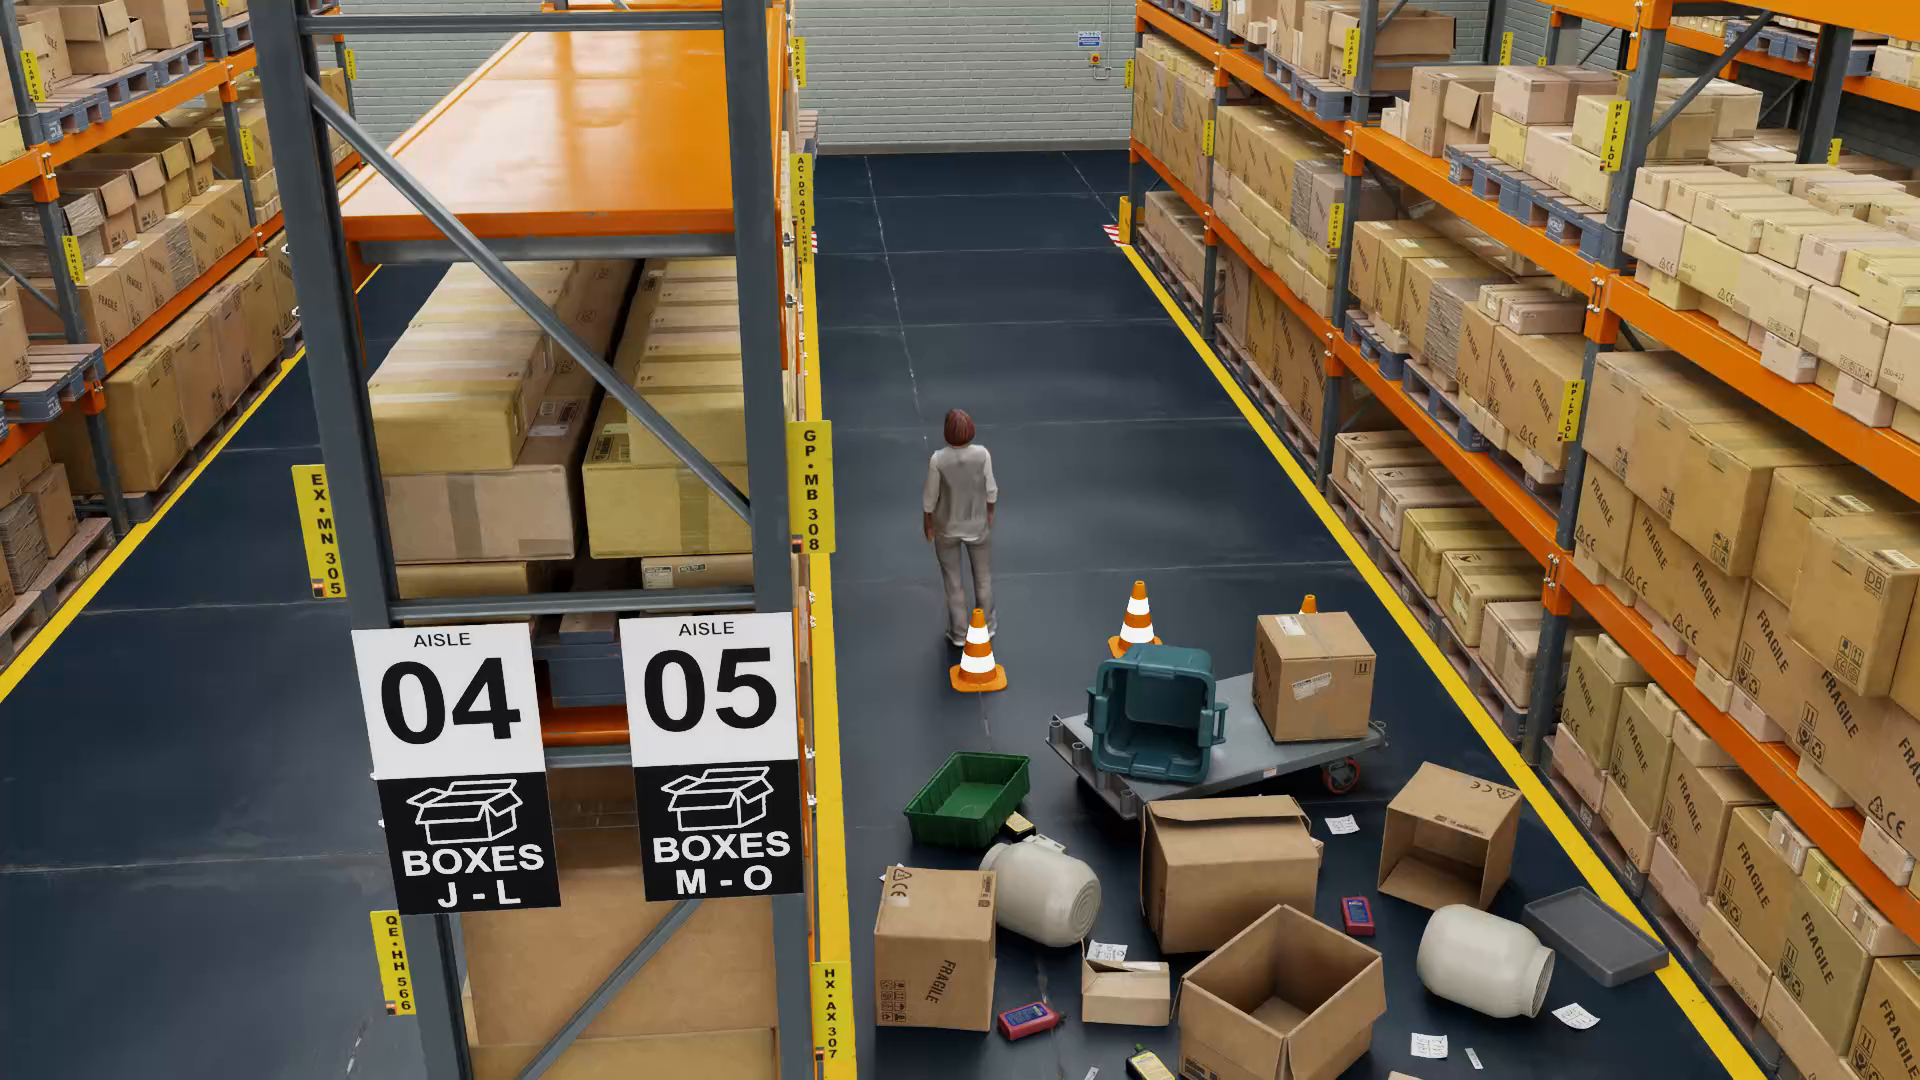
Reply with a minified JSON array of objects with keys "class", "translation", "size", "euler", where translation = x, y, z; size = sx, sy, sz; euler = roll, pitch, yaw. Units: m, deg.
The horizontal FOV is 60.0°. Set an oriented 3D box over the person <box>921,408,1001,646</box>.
[{"class":"person","translation":[0.008,-0.101,10.317],"size":[0.521,1.598,0.473],"euler":[-3,24,-6]}]
